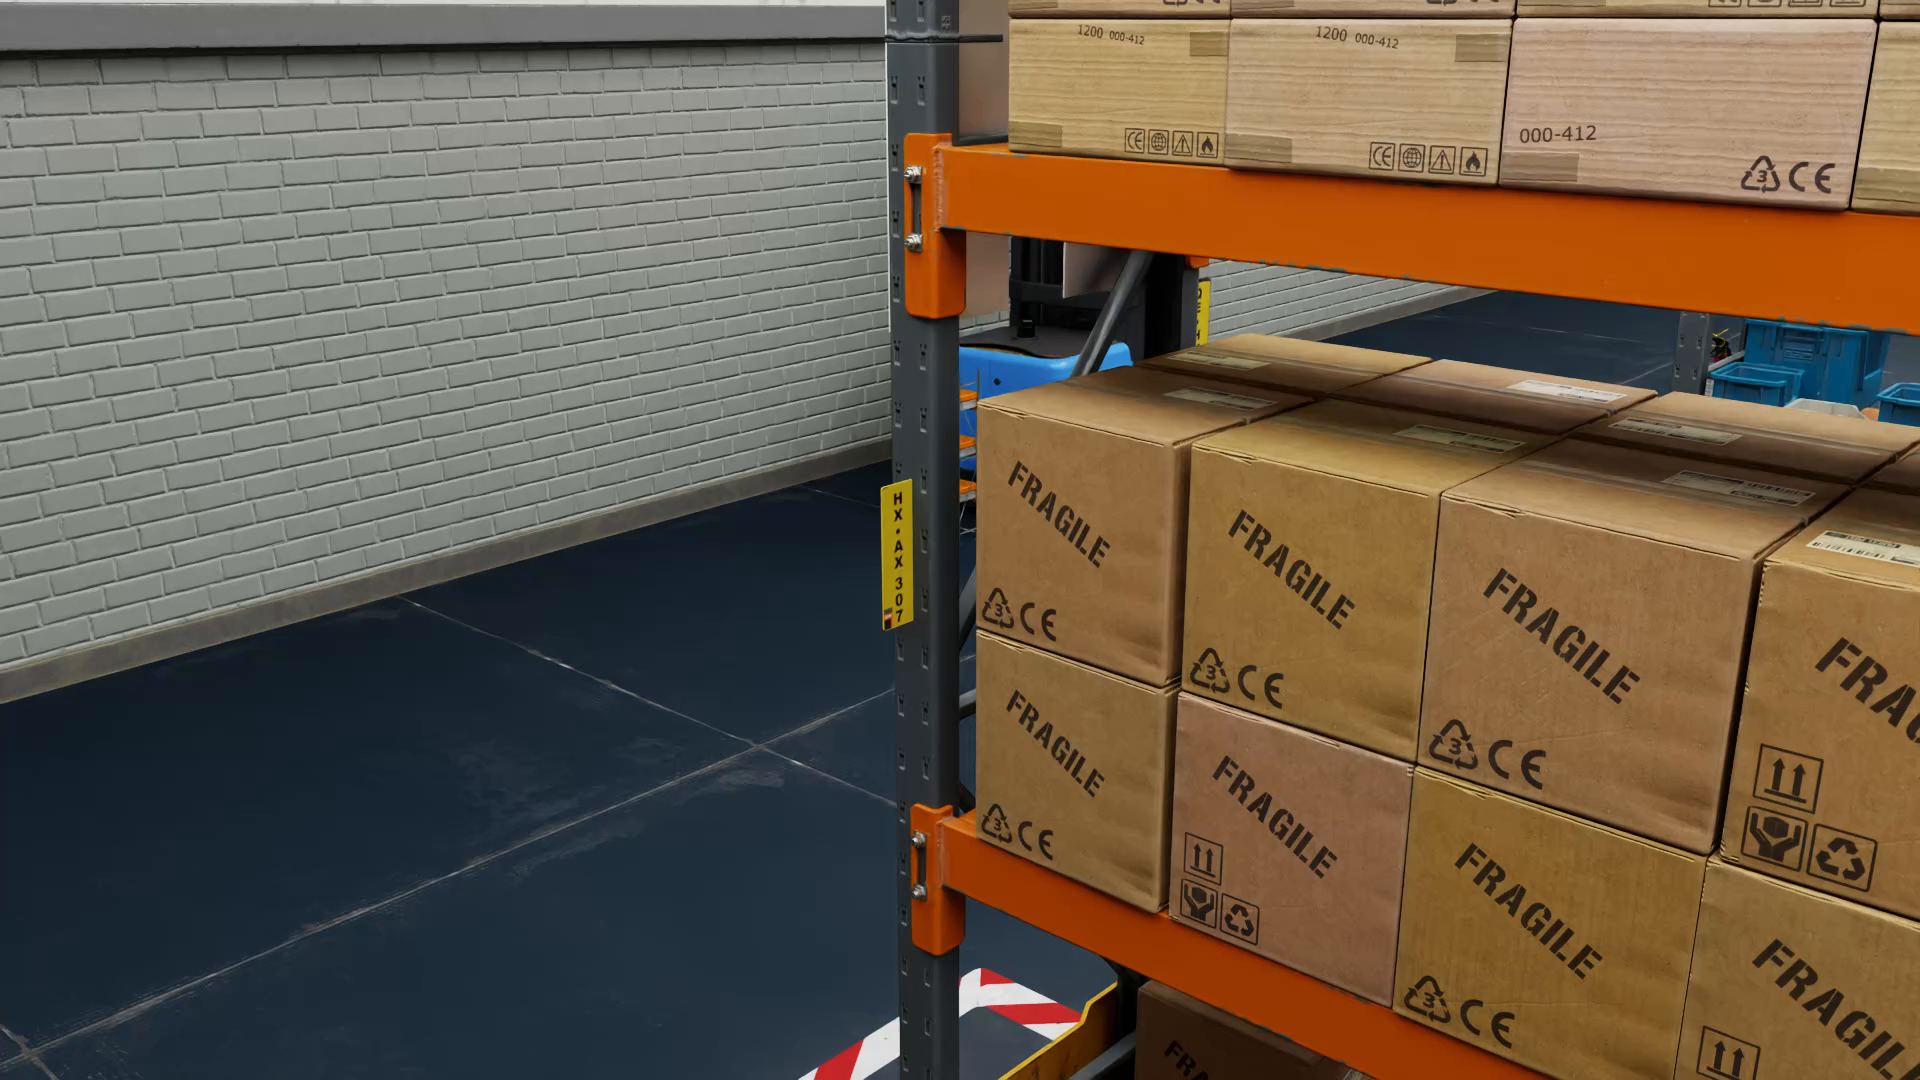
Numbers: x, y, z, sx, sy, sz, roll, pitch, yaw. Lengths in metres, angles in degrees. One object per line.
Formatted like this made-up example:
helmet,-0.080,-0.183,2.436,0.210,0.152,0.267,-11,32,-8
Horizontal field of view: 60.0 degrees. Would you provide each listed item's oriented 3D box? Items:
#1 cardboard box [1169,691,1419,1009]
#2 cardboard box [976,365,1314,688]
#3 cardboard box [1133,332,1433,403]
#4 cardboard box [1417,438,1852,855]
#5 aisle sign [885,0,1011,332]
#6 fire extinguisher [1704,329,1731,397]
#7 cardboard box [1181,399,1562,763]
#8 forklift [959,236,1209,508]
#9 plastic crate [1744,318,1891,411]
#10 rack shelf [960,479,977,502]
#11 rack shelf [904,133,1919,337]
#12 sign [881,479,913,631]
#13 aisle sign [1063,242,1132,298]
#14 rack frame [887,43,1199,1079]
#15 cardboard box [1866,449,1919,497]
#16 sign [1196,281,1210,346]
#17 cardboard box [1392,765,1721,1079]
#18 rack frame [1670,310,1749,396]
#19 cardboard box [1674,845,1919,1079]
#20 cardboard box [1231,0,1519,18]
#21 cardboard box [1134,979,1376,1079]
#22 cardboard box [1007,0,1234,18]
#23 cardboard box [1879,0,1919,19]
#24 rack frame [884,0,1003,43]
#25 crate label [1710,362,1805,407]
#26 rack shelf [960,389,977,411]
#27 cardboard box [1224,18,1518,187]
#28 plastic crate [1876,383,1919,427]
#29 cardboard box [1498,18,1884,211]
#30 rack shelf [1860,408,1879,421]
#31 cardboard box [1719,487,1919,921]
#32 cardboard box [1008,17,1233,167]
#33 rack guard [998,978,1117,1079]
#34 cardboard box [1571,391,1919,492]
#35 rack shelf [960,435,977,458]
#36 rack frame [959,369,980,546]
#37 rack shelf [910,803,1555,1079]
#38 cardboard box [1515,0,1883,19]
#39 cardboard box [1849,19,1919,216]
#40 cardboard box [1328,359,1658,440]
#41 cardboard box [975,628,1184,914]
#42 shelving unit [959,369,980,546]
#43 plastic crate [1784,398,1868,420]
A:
cardboard box,0.773,0.526,3.330,0.500,0.500,0.500,15,23,39
cardboard box,0.383,-0.053,3.501,0.500,0.500,0.500,16,24,41
cardboard box,0.742,-0.174,3.884,0.500,0.500,0.500,15,23,39
cardboard box,1.150,0.152,2.856,0.500,0.500,0.500,15,23,40
aisle sign,-0.020,-0.864,3.577,0.004,0.787,0.394,15,23,39
fire extinguisher,3.706,-0.716,8.153,0.183,0.674,0.296,15,23,39
cardboard box,0.779,0.050,3.176,0.500,0.500,0.500,15,23,40
forklift,1.077,-1.879,11.186,1.130,2.935,3.031,13,22,34
plastic crate,3.891,-0.818,7.572,0.499,0.435,0.616,15,23,39
rack shelf,-0.040,-0.236,10.074,0.240,0.259,0.215,15,23,39
rack shelf,1.722,-0.363,2.526,4.000,0.370,1.077,15,23,39
sign,-0.134,0.033,3.618,0.005,0.325,0.100,15,23,39
aisle sign,0.379,-0.999,4.004,0.004,0.787,0.394,15,23,39
rack frame,0.226,0.323,4.136,0.127,3.000,1.000,15,23,39
cardboard box,1.895,0.133,2.916,0.500,0.500,0.500,16,24,41
sign,0.610,-0.501,4.296,0.005,0.325,0.100,15,23,39
cardboard box,1.146,0.628,3.010,0.500,0.500,0.500,15,23,39
rack frame,3.517,-0.797,7.665,0.127,3.000,1.000,15,23,39
cardboard box,1.519,0.728,2.693,0.500,0.500,0.500,15,23,40
cardboard box,0.807,-1.010,2.797,0.500,0.250,0.500,15,23,39
cardboard box,0.796,1.358,4.279,0.500,0.500,0.500,15,23,39
cardboard box,0.438,-1.112,3.119,0.500,0.250,0.500,15,23,39
cardboard box,1.557,-0.810,2.167,0.500,0.250,0.500,15,23,39
rack frame,0.226,-2.537,3.229,0.127,3.000,1.000,15,23,39
crate label,3.483,-0.622,7.290,0.303,0.233,0.416,15,23,39
rack shelf,-0.040,-0.772,9.904,0.240,0.259,0.215,15,23,39
cardboard box,0.807,-0.772,2.873,0.500,0.250,0.500,15,23,39
plastic crate,3.976,-0.490,6.874,0.300,0.233,0.416,15,23,39
cardboard box,1.182,-0.672,2.558,0.500,0.250,0.500,15,23,39
rack shelf,5.013,-0.053,6.509,4.000,0.370,1.077,15,23,39
cardboard box,1.531,0.254,2.535,0.500,0.500,0.500,15,23,39
cardboard box,0.442,-0.875,3.199,0.500,0.250,0.500,15,23,39
rack guard,0.283,1.529,4.466,0.348,0.500,1.175,15,23,39
cardboard box,1.511,0.030,3.241,0.500,0.500,0.500,16,24,41
rack shelf,-0.040,-0.501,9.990,0.240,0.259,0.215,15,23,39
rack frame,0.051,-0.487,9.910,0.008,1.050,0.200,15,23,39
rack shelf,1.722,1.067,2.980,4.000,0.370,1.077,15,23,39
cardboard box,1.185,-0.911,2.486,0.500,0.250,0.500,15,23,39
cardboard box,1.560,-0.573,2.246,0.500,0.250,0.500,15,23,39
cardboard box,1.120,-0.073,3.565,0.500,0.500,0.500,16,24,41
cardboard box,0.383,0.424,3.652,0.500,0.500,0.500,16,23,40
shelving unit,-0.040,-0.511,9.987,0.252,1.050,0.215,15,23,39
plastic crate,3.668,-0.493,7.043,0.298,0.136,0.250,15,23,39
